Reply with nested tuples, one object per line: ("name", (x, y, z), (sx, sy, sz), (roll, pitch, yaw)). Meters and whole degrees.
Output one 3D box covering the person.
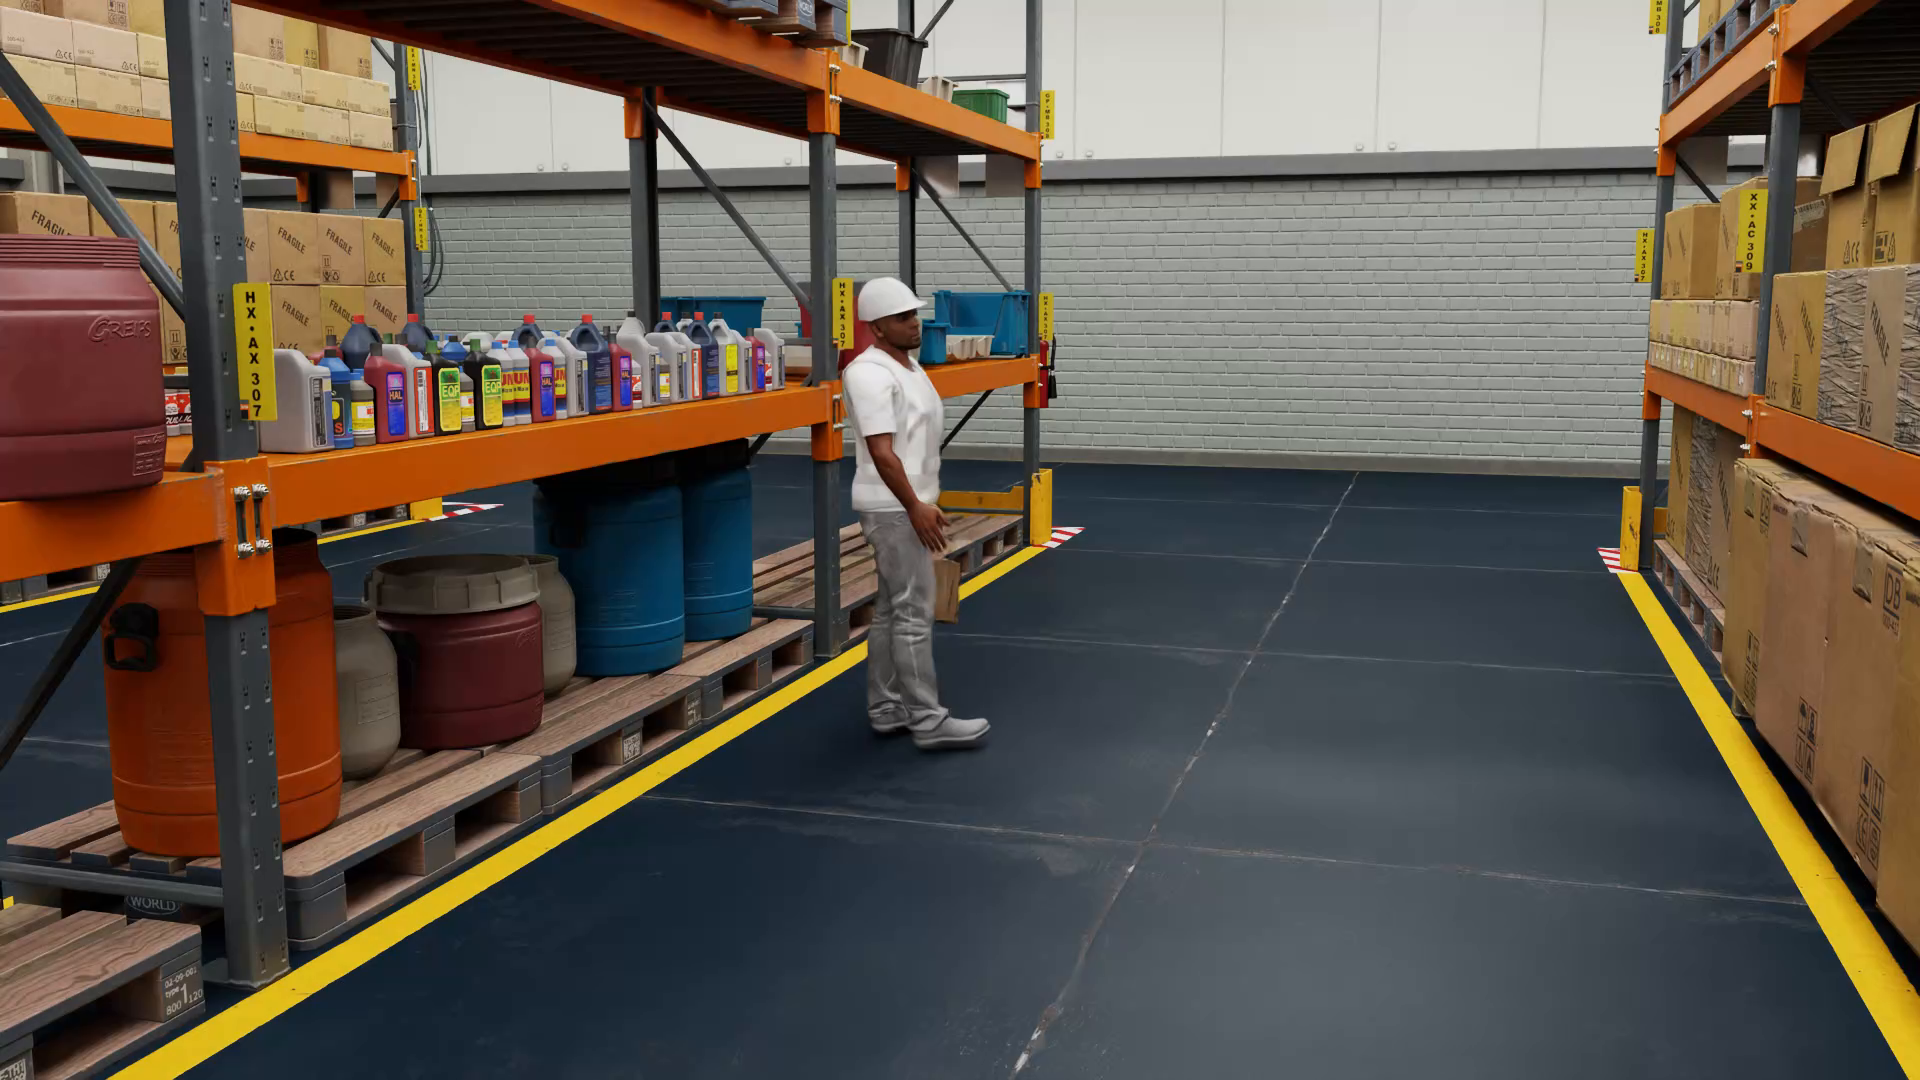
("person", (-0.144, -0.110, 6.356), (0.550, 1.768, 0.575), (1, 8, 8))
